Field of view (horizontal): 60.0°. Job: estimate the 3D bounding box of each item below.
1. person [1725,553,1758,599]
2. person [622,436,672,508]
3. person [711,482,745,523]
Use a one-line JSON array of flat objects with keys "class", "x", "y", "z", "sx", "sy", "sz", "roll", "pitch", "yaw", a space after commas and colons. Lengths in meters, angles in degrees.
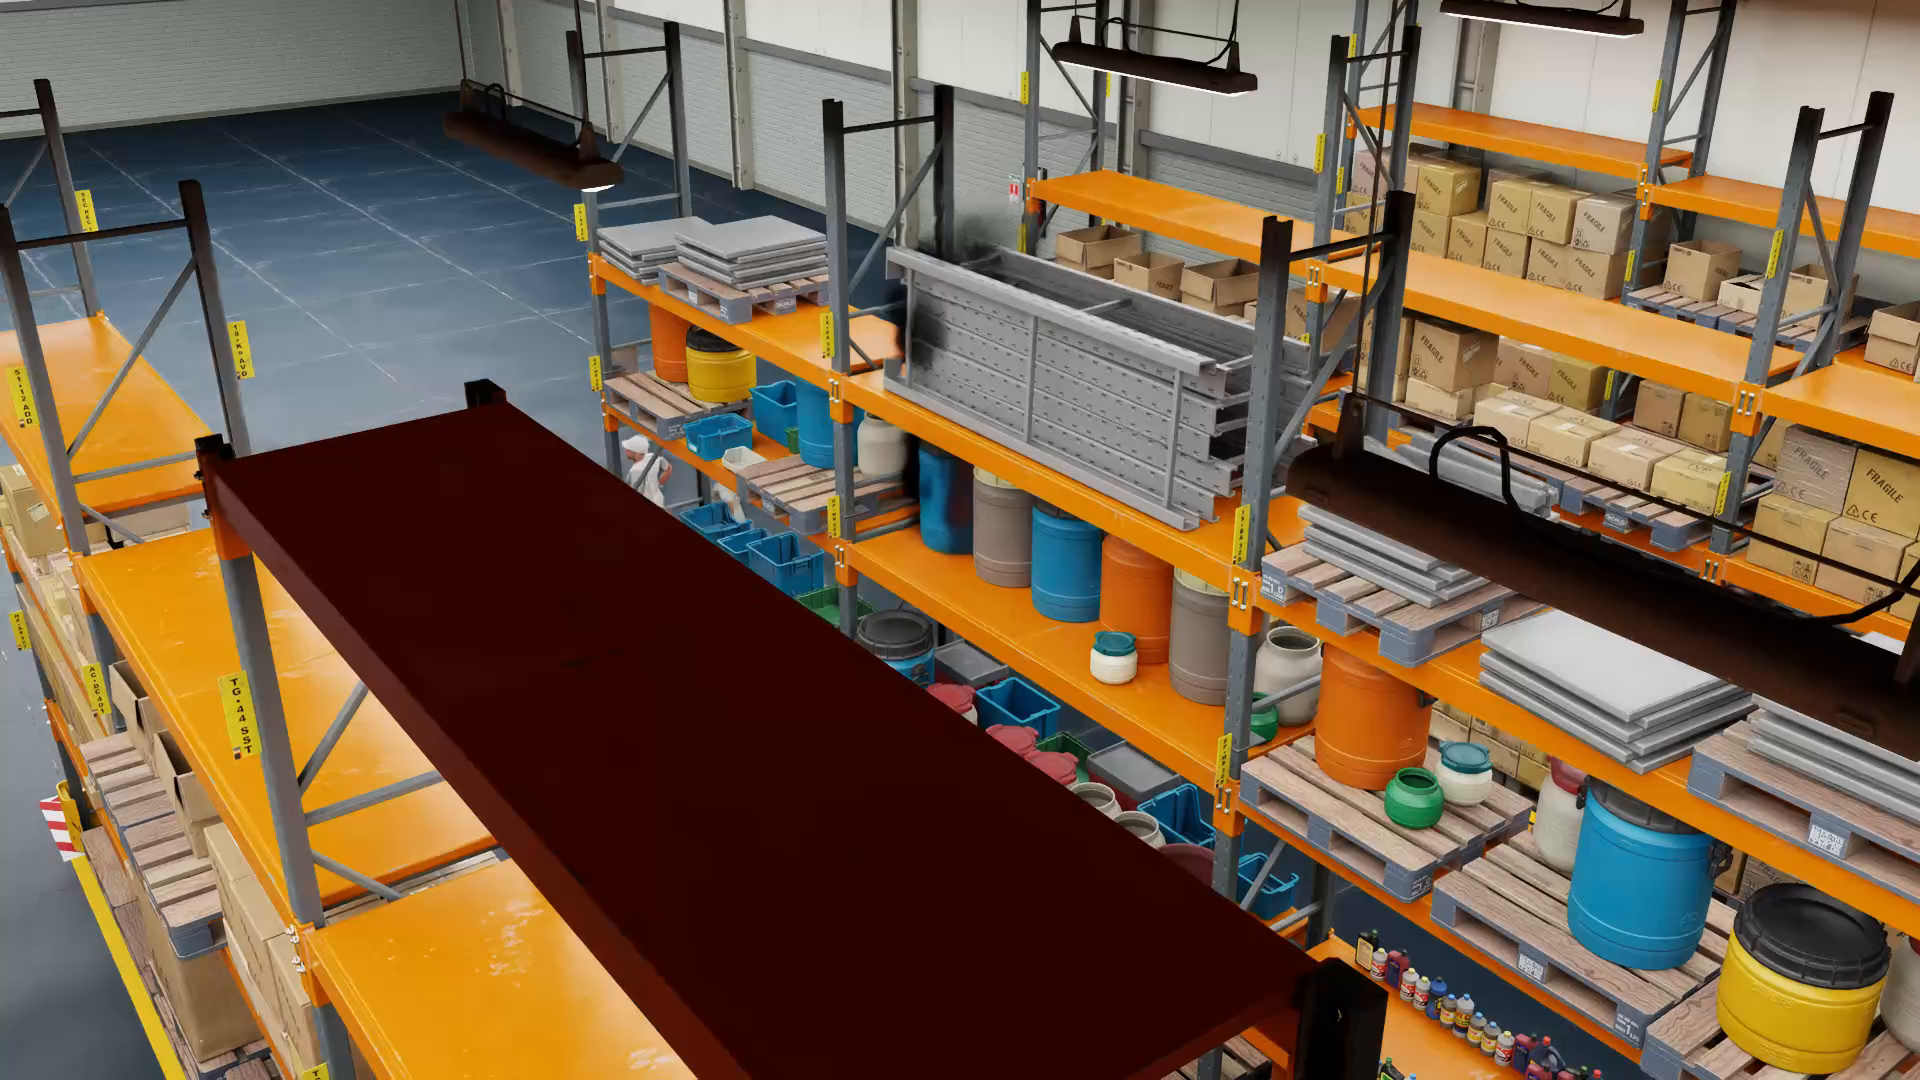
[{"class": "person", "x": 6.921, "y": 0.918, "z": 14.921, "sx": 0.757, "sy": 1.737, "sz": 0.709, "roll": 19, "pitch": 31, "yaw": 36}, {"class": "person", "x": -3.269, "y": -0.303, "z": 17.586, "sx": 0.867, "sy": 1.762, "sz": 0.704, "roll": 5, "pitch": 25, "yaw": 10}, {"class": "person", "x": -2.381, "y": -0.138, "z": 17.329, "sx": 0.802, "sy": 1.669, "sz": 0.579, "roll": 8, "pitch": 26, "yaw": 17}]
